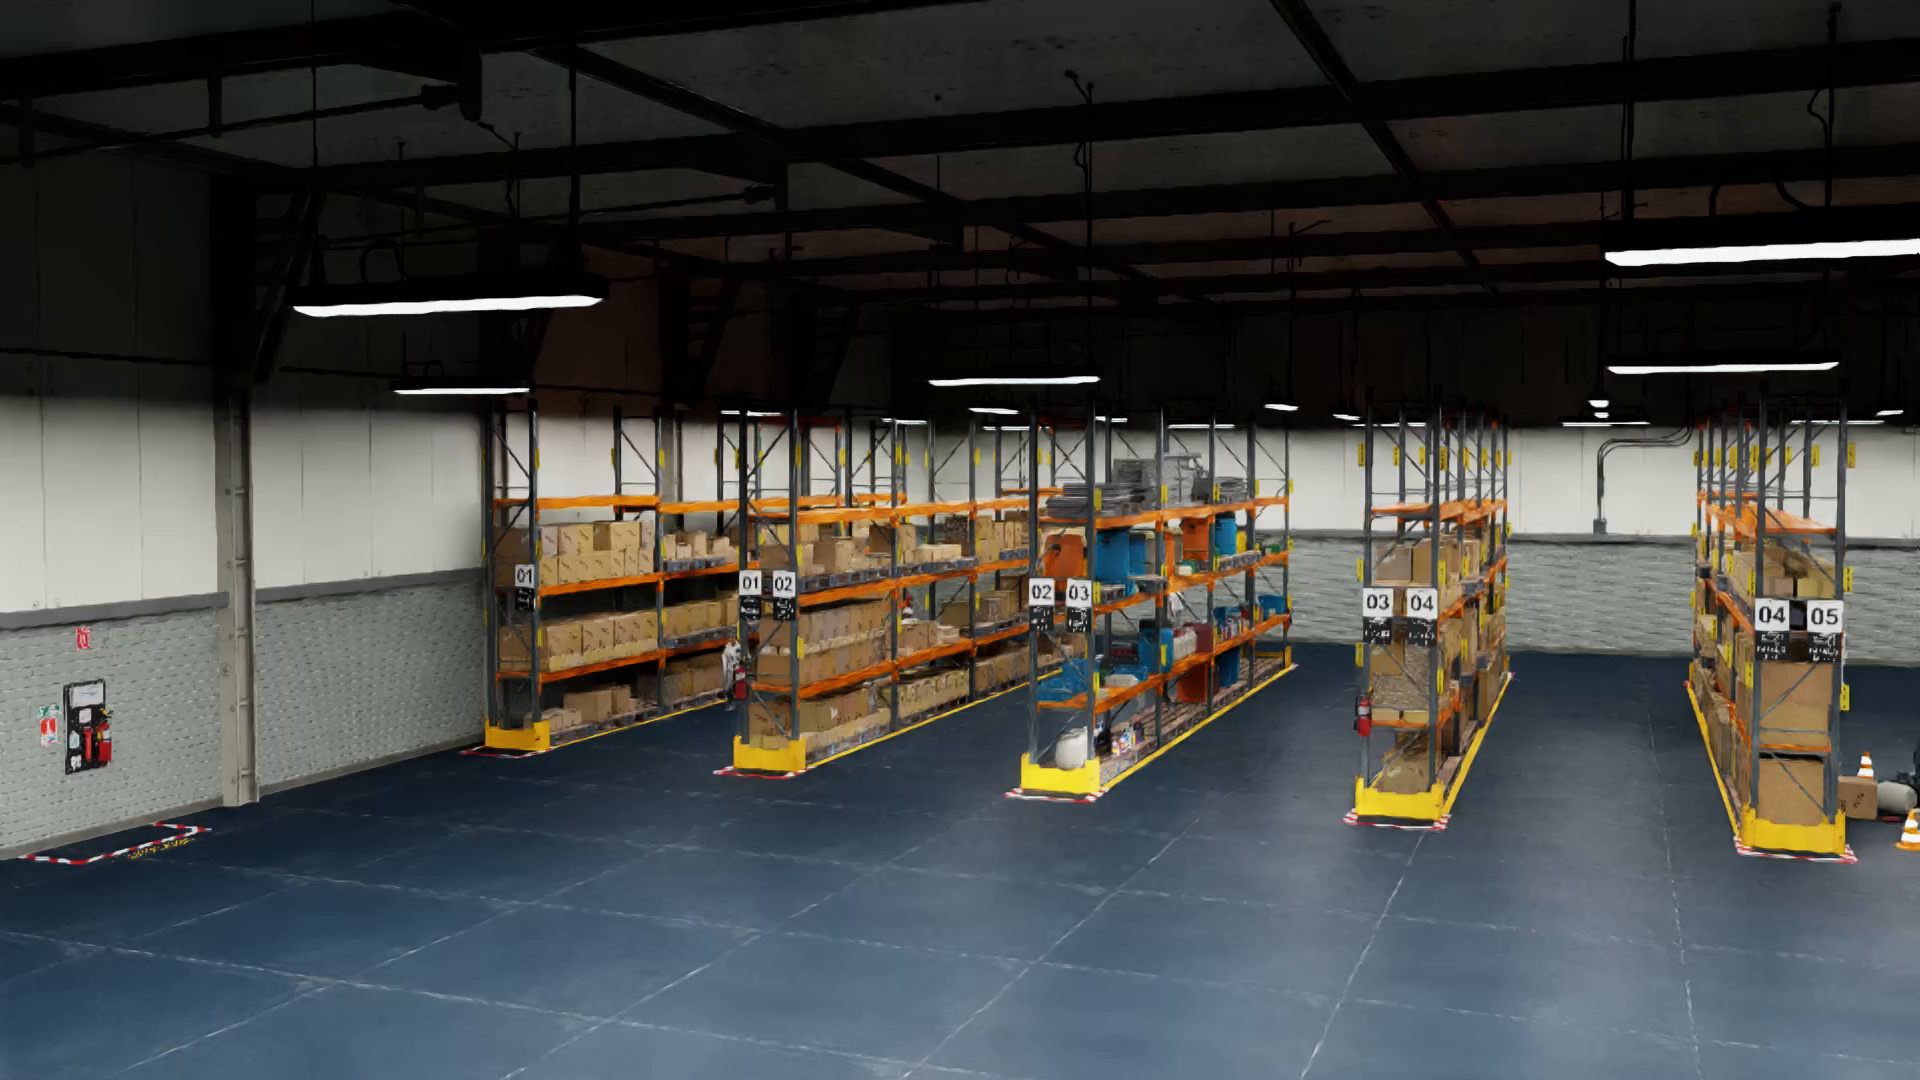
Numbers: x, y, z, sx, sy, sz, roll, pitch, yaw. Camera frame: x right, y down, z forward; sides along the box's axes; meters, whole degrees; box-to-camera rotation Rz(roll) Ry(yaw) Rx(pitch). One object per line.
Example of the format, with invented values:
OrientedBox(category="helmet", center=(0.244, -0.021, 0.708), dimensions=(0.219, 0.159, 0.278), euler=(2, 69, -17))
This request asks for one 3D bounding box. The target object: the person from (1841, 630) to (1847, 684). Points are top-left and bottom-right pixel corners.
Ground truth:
OrientedBox(category="person", center=(17.753, 2.429, 33.769), dimensions=(0.588, 1.784, 0.666), euler=(3, 4, 44))

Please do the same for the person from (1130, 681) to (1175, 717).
OrientedBox(category="person", center=(3.692, 2.575, 31.577), dimensions=(0.531, 1.619, 0.951), euler=(3, 4, 43))

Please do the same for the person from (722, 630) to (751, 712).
OrientedBox(category="person", center=(-4.415, 2.578, 32.807), dimensions=(0.639, 1.628, 0.506), euler=(1, 3, 19))

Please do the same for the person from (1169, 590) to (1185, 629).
OrientedBox(category="person", center=(5.819, 1.925, 45.462), dimensions=(0.627, 1.655, 0.458), euler=(-2, 4, -38))

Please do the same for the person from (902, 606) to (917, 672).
OrientedBox(category="person", center=(-1.171, 2.318, 36.056), dimensions=(0.616, 1.781, 0.492), euler=(-2, 4, -40))
